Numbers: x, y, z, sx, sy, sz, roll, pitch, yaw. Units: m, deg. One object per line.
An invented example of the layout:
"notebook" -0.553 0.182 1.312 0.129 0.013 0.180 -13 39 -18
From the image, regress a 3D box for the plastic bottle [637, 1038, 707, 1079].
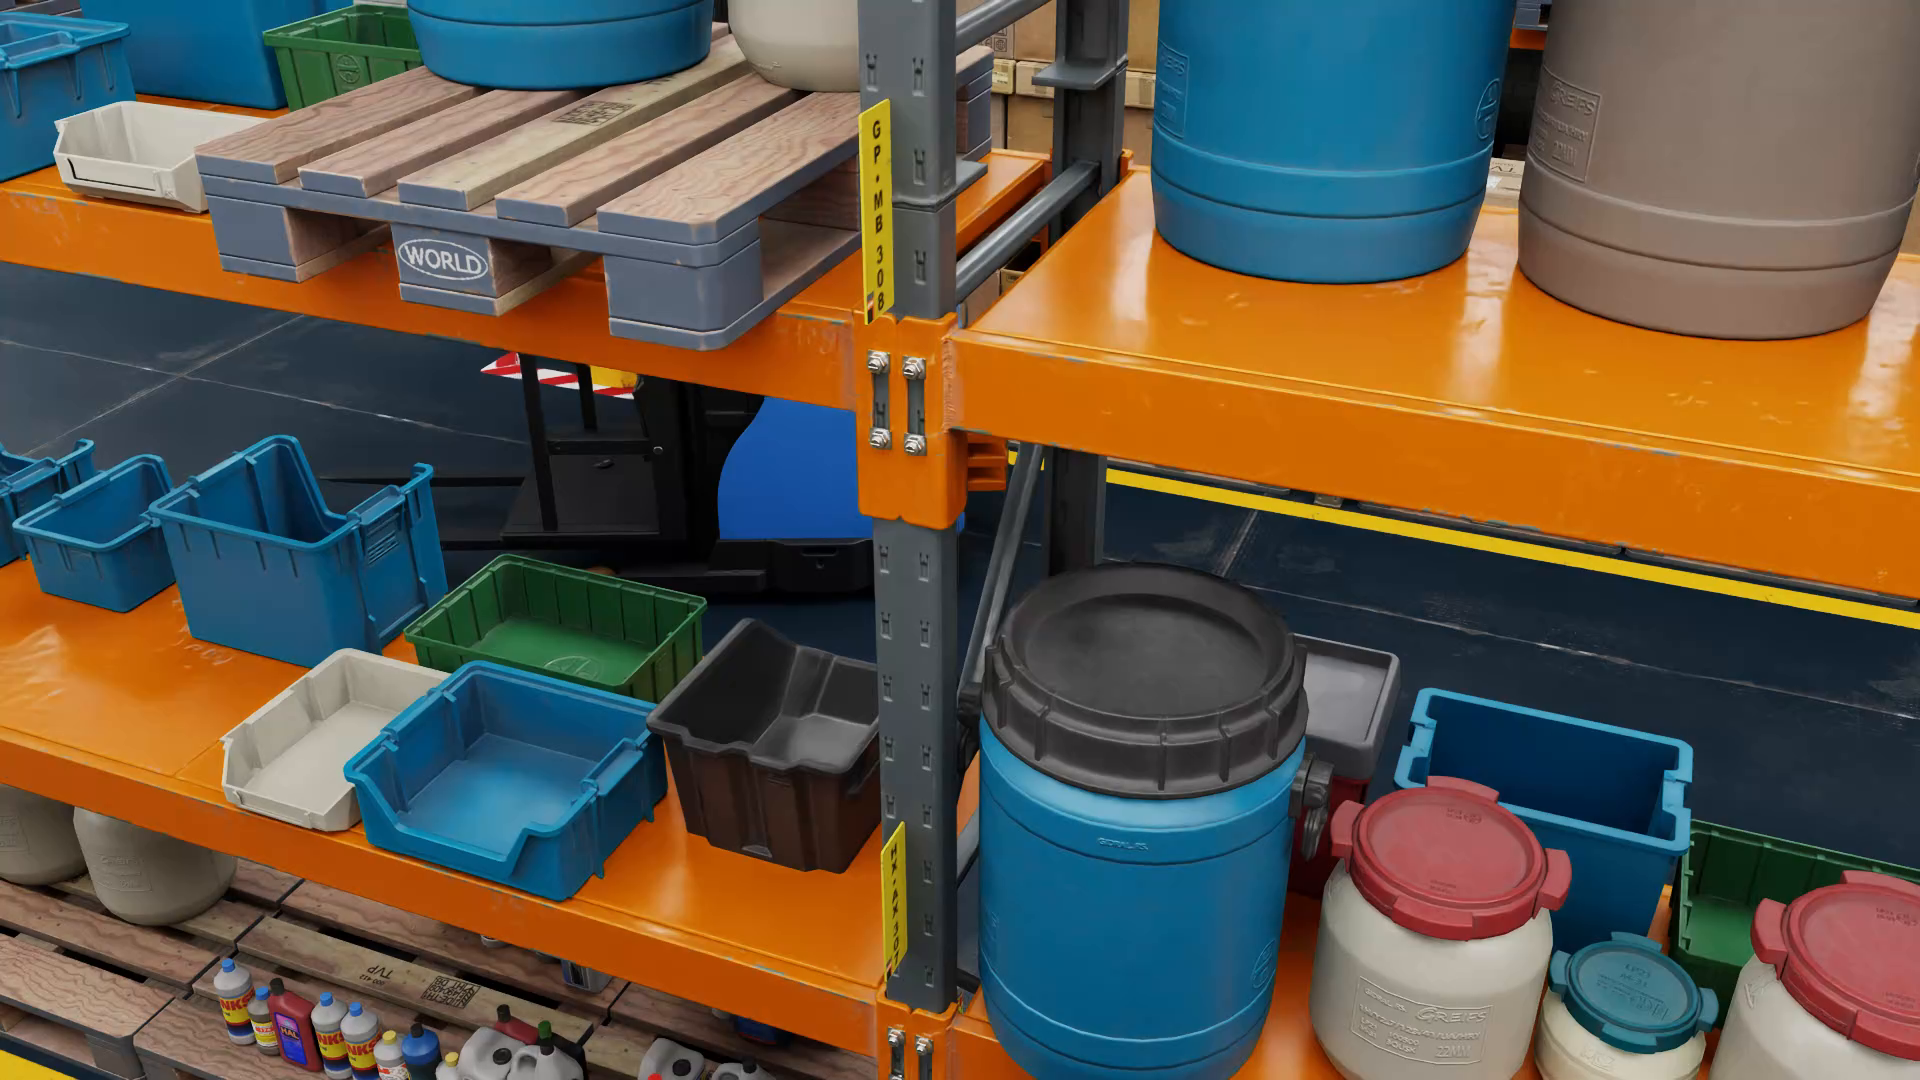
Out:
"plastic bottle" -0.759 1.467 4.428 0.135 0.276 0.152 11 31 19

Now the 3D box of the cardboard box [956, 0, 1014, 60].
"cardboard box" 0.149 -2.656 7.981 0.500 0.500 0.700 11 31 19

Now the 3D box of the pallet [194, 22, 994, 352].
"pallet" -0.614 -0.745 3.163 1.003 0.211 1.213 11 31 19

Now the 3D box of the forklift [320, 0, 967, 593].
"forklift" -1.492 -1.255 6.991 3.031 2.935 1.130 -1 29 -1

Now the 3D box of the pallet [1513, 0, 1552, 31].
"pallet" 4.470 -3.658 11.369 1.213 0.211 1.003 11 31 19

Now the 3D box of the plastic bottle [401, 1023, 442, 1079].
"plastic bottle" -1.454 1.421 4.513 0.097 0.271 0.097 0 29 0

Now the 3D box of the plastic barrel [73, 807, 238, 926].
"plastic barrel" -2.512 0.908 5.197 0.421 0.512 0.421 0 29 0

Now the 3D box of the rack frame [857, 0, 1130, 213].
"rack frame" 0.092 -2.044 2.221 0.127 3.000 1.000 11 31 19

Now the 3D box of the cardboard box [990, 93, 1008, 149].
"cardboard box" 0.114 -2.096 8.309 0.500 0.500 0.700 12 32 21

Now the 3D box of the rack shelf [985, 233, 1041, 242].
"rack shelf" 0.104 -1.747 8.523 4.000 0.370 1.077 11 31 19

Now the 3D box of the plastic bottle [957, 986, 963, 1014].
"plastic bottle" -0.039 1.305 4.718 0.097 0.271 0.097 0 29 0

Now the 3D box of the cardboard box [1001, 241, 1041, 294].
"cardboard box" 0.522 -1.177 8.390 0.500 0.500 0.500 11 31 19

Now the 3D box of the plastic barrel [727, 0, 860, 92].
"plastic barrel" -0.234 -1.139 3.128 0.421 0.512 0.421 0 29 0

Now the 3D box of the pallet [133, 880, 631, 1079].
"pallet" -1.650 1.413 5.035 1.213 0.211 1.003 11 31 19

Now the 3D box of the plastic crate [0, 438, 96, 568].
"plastic crate" -3.039 -0.151 5.121 0.616 0.251 0.499 11 31 19

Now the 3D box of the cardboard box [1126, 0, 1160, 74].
"cardboard box" 1.075 -2.471 7.652 0.500 0.500 0.700 11 31 19

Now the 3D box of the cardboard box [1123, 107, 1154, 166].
"cardboard box" 1.053 -1.907 7.975 0.500 0.500 0.700 11 31 19

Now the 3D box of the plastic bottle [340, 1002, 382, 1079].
"plastic bottle" -1.642 1.383 4.580 0.097 0.271 0.097 0 29 0

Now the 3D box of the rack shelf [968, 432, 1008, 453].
"rack shelf" 0.120 -0.490 7.488 0.180 0.103 0.258 -1 29 -1

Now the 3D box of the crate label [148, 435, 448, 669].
"crate label" -1.808 0.029 4.613 0.616 0.435 0.502 11 31 19

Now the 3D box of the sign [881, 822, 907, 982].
"sign" -0.126 0.696 3.189 0.005 0.325 0.100 11 31 19

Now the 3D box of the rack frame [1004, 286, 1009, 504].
"rack frame" 0.211 -0.530 7.468 0.006 1.200 0.240 -1 29 -1

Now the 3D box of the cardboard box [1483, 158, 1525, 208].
"cardboard box" 2.430 -1.554 7.603 0.500 0.250 0.500 13 32 22

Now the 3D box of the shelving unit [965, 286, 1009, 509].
"shelving unit" 0.120 -0.529 7.466 0.189 1.200 0.258 -1 29 -1

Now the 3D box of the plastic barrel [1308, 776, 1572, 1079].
"plastic barrel" 0.896 0.786 3.174 0.433 0.535 0.433 0 29 0

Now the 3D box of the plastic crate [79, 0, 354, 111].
"plastic crate" -1.735 -1.256 3.891 0.575 0.384 0.392 11 31 19

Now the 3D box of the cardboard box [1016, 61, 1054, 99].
"cardboard box" 0.449 -2.204 7.841 0.250 0.149 0.380 12 32 21

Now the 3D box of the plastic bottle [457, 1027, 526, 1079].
"plastic bottle" -1.240 1.447 4.462 0.135 0.276 0.152 12 32 20

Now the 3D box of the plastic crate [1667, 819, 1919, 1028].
"plastic crate" 1.811 0.853 3.407 0.662 0.188 0.450 11 31 19

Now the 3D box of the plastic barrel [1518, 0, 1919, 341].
"plastic barrel" 1.250 -0.840 2.630 0.600 0.901 0.600 0 29 0

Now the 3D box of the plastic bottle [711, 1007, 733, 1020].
"plastic bottle" -0.680 1.254 4.809 0.097 0.271 0.097 0 29 0

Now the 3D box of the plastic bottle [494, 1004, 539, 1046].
"plastic bottle" -1.200 1.395 4.547 0.133 0.283 0.061 11 31 19

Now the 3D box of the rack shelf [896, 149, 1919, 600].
"rack shelf" 1.945 -0.055 2.481 4.000 0.370 1.077 11 31 19

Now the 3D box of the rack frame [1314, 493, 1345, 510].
"rack frame" 1.957 -1.690 7.692 0.127 3.000 1.000 11 31 19

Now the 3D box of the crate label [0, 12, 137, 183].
"crate label" -2.005 -0.916 3.426 0.408 0.251 0.502 11 31 19

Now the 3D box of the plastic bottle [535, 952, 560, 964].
"plastic bottle" -1.246 1.171 5.027 0.097 0.201 0.097 0 29 0

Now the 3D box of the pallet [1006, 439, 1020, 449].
"pallet" 0.102 -0.867 9.070 1.213 0.211 1.003 11 31 19

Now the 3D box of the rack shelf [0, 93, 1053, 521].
"rack shelf" -1.762 -0.795 3.791 4.000 0.370 1.077 11 31 19

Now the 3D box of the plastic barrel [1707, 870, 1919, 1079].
"plastic barrel" 1.575 0.921 2.934 0.433 0.535 0.433 0 29 0

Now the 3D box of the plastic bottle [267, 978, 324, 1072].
"plastic bottle" -1.849 1.346 4.633 0.133 0.283 0.061 12 32 20

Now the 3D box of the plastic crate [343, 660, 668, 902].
"plastic crate" -1.036 0.552 3.877 0.616 0.251 0.499 11 31 19

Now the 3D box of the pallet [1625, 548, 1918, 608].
"pallet" 3.789 -0.133 7.770 1.213 0.211 1.003 11 31 19

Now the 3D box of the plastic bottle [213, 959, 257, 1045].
"plastic bottle" -2.052 1.301 4.725 0.097 0.271 0.097 0 29 0

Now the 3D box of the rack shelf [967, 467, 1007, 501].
"rack shelf" 0.120 -0.281 7.606 0.180 0.103 0.258 -1 29 -1

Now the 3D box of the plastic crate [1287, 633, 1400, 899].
"plastic crate" 0.655 0.490 3.770 0.583 0.464 0.402 11 31 19
